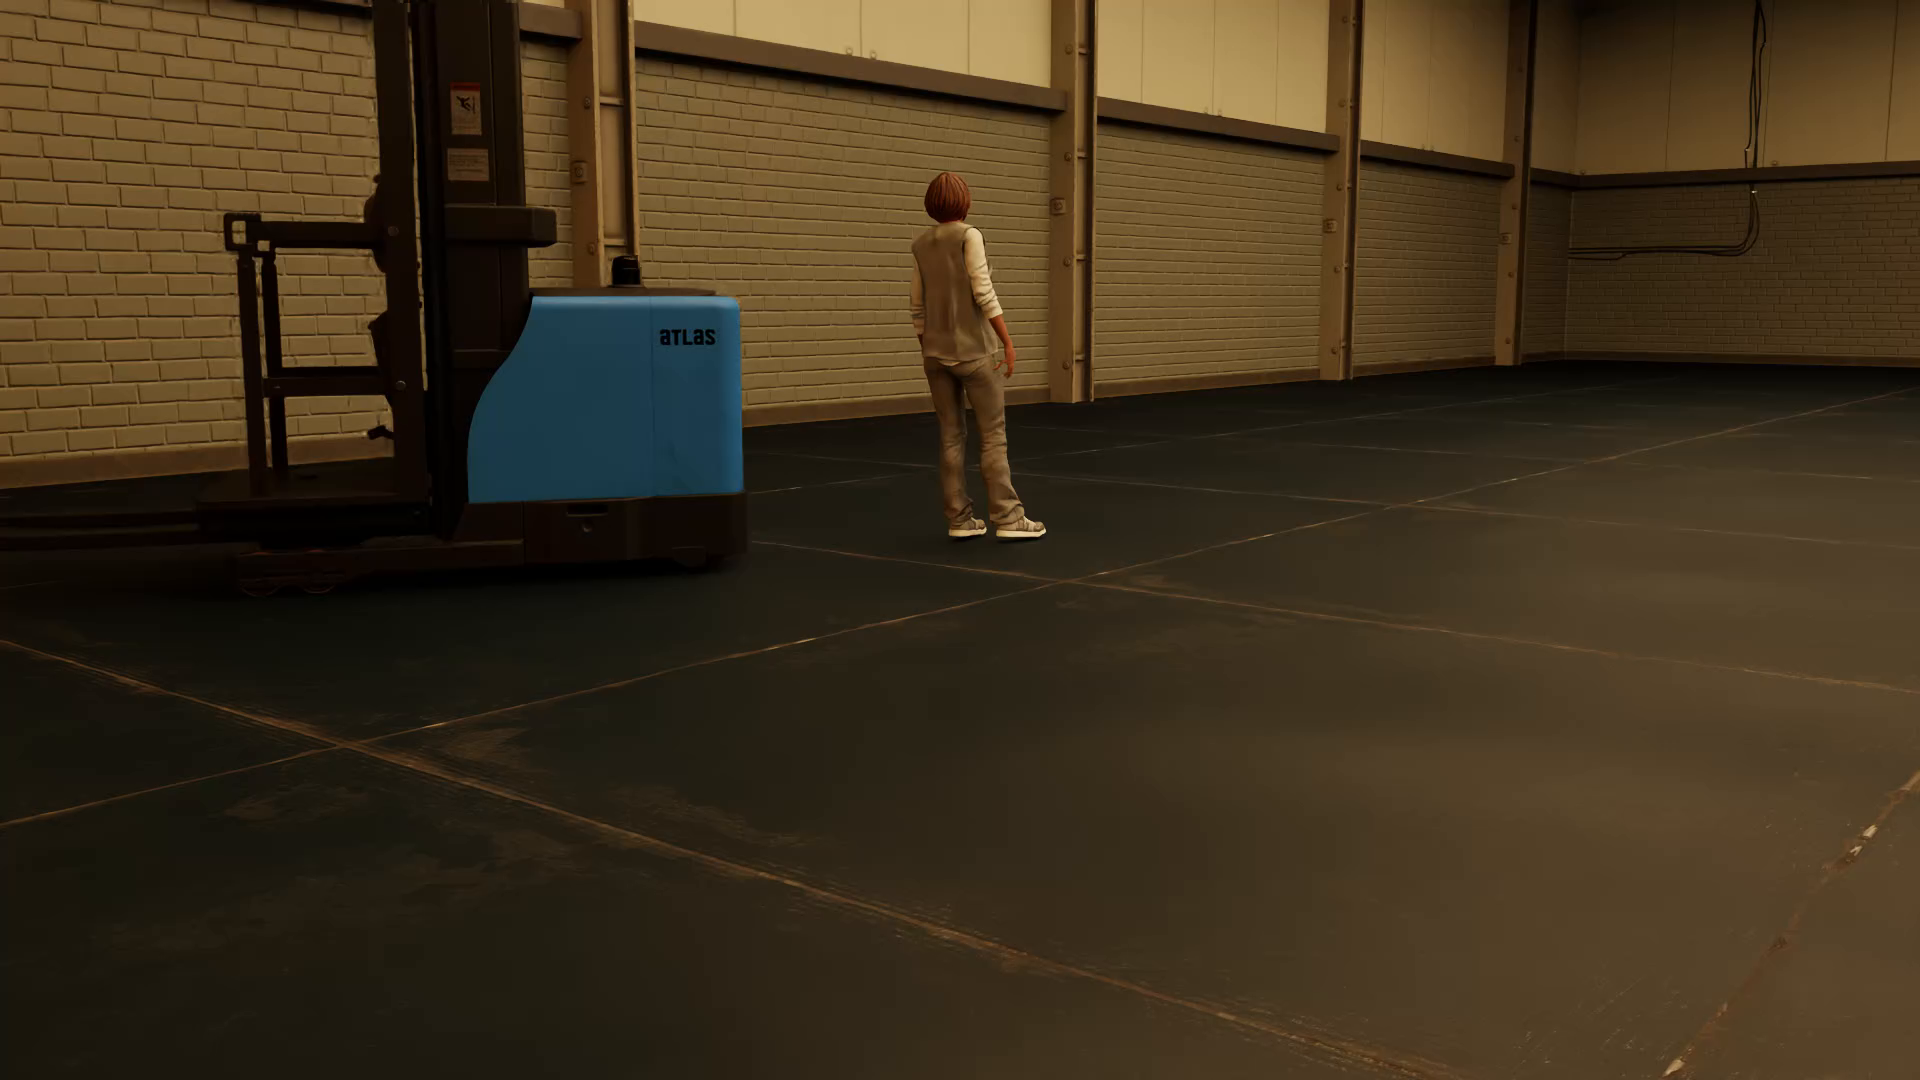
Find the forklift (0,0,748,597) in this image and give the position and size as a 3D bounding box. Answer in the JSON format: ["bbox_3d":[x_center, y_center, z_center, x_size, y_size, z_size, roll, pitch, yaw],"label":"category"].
[{"bbox_3d":[-2.419,-1.330,6.368,3.031,2.935,1.130,-3,9,-18],"label":"forklift"}]

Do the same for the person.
[{"bbox_3d":[0.057,-0.801,7.337,0.521,1.590,0.475,7,11,38],"label":"person"}]
